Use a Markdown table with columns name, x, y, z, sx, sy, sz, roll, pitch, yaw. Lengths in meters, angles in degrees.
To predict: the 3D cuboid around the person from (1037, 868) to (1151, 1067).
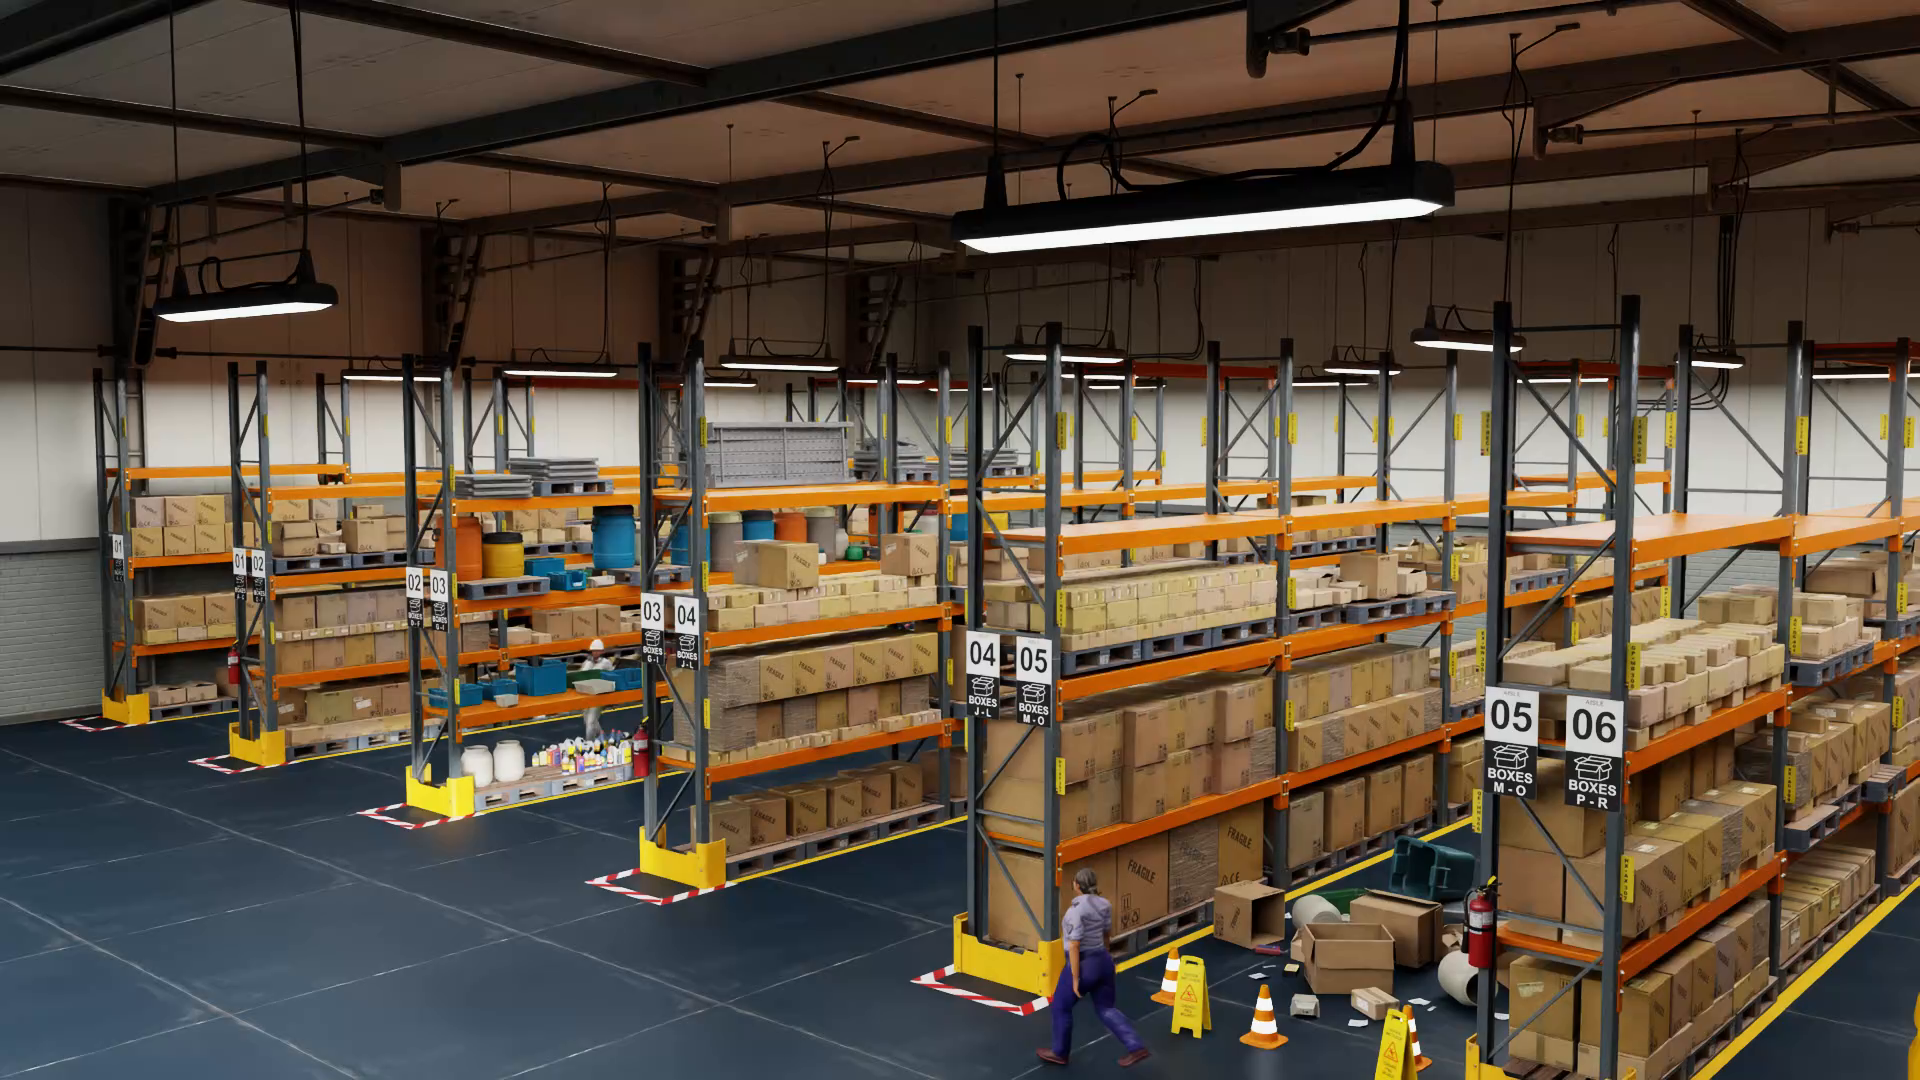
| name | x | y | z | sx | sy | sz | roll | pitch | yaw |
| --- | --- | --- | --- | --- | --- | --- | --- | --- | --- |
| person | 1.033 | 3.387 | 13.118 | 0.962 | 1.603 | 0.481 | 4 | 6 | 41 |

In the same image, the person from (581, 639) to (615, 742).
| name | x | y | z | sx | sy | sz | roll | pitch | yaw |
| --- | --- | --- | --- | --- | --- | --- | --- | --- | --- |
| person | -5.644 | 2.416 | 25.685 | 0.612 | 1.770 | 0.768 | 2 | 4 | 21 |
